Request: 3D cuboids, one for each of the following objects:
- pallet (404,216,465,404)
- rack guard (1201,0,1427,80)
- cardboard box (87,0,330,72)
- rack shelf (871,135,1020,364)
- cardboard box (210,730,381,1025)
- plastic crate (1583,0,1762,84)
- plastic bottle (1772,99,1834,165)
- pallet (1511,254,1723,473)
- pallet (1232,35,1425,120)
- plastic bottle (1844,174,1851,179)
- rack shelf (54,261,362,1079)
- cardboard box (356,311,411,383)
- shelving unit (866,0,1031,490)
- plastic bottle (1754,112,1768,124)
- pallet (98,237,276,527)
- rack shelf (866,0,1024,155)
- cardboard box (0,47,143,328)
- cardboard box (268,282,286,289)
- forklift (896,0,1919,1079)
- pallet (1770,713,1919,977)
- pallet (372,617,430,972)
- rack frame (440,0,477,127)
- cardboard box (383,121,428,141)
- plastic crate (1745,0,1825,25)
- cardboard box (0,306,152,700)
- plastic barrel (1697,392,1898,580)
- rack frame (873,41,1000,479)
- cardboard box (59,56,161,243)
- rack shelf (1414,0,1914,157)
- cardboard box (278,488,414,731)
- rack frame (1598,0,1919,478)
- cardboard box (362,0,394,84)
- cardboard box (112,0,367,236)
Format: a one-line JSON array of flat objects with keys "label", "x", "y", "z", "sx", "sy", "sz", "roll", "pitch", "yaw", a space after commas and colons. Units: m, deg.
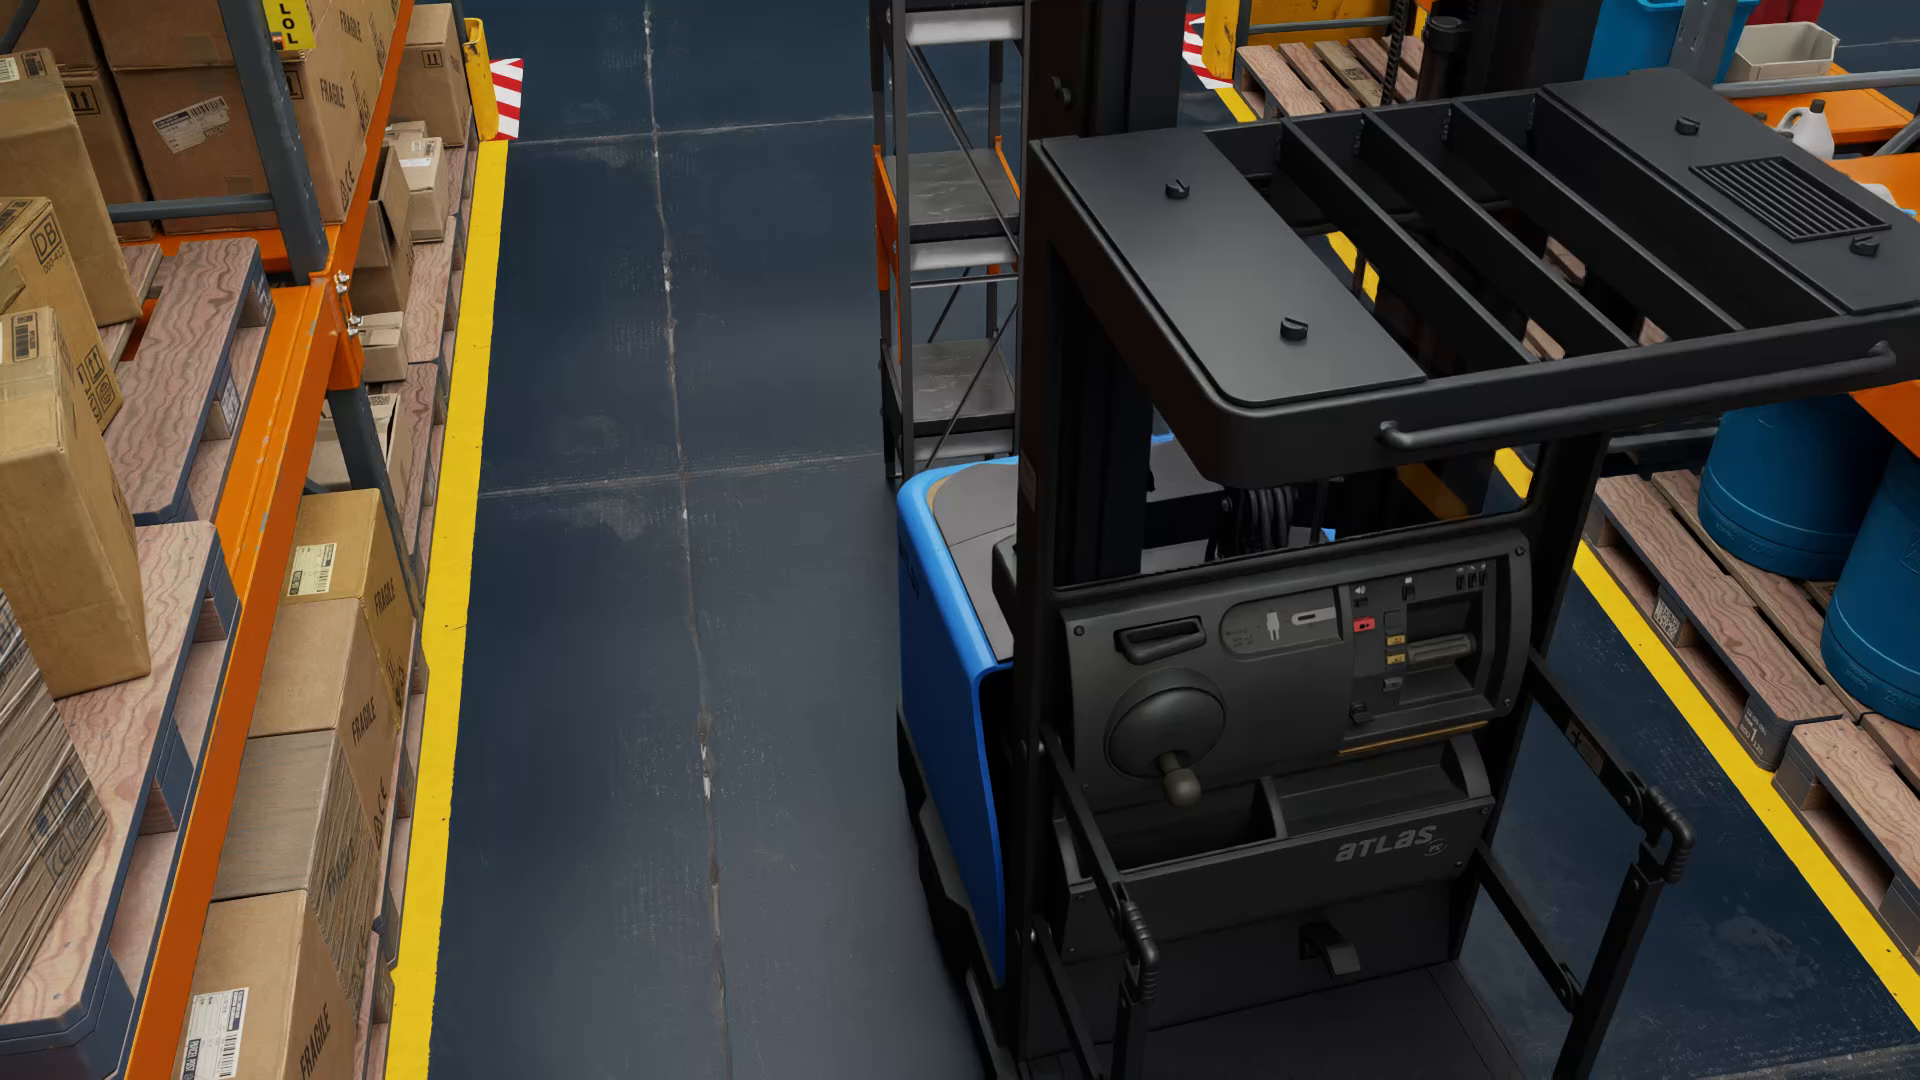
[{"label": "pallet", "x": -2.574, "y": -0.911, "z": 6.751, "sx": 1.003, "sy": 0.211, "sz": 1.213, "roll": -6, "pitch": 38, "yaw": -8}, {"label": "rack guard", "x": 1.922, "y": -2.831, "z": 8.987, "sx": 1.175, "sy": 0.500, "sz": 0.348, "roll": -6, "pitch": 38, "yaw": -8}, {"label": "cardboard box", "x": -2.043, "y": -1.608, "z": 4.478, "sx": 0.500, "sy": 0.500, "sz": 0.500, "roll": -5, "pitch": 38, "yaw": -7}, {"label": "rack shelf", "x": -0.029, "y": -0.918, "z": 5.243, "sx": 0.431, "sy": 0.518, "sz": 0.480, "roll": -6, "pitch": 38, "yaw": -8}, {"label": "cardboard box", "x": -1.703, "y": 0.824, "z": 3.923, "sx": 0.500, "sy": 0.500, "sz": 0.500, "roll": -6, "pitch": 38, "yaw": -7}, {"label": "plastic crate", "x": 2.223, "y": -1.652, "z": 5.396, "sx": 0.392, "sy": 0.384, "sz": 0.575, "roll": -6, "pitch": 38, "yaw": -8}, {"label": "plastic bottle", "x": 2.390, "y": -1.098, "z": 4.759, "sx": 0.144, "sy": 0.351, "sz": 0.185, "roll": -6, "pitch": 38, "yaw": -8}, {"label": "pallet", "x": 2.473, "y": -0.728, "z": 6.515, "sx": 1.003, "sy": 0.211, "sz": 1.213, "roll": -6, "pitch": 38, "yaw": -8}, {"label": "pallet", "x": 2.045, "y": -2.202, "z": 8.412, "sx": 1.003, "sy": 0.211, "sz": 1.213, "roll": -6, "pitch": 38, "yaw": -8}, {"label": "plastic bottle", "x": 2.363, "y": -0.864, "z": 4.522, "sx": 0.097, "sy": 0.271, "sz": 0.097, "roll": 0, "pitch": 38, "yaw": 0}, {"label": "rack shelf", "x": -1.886, "y": 0.633, "z": 3.076, "sx": 1.077, "sy": 0.370, "sz": 4.000, "roll": -6, "pitch": 38, "yaw": -8}, {"label": "cardboard box", "x": -2.259, "y": -0.712, "z": 6.172, "sx": 0.380, "sy": 0.166, "sz": 0.250, "roll": -6, "pitch": 38, "yaw": -8}, {"label": "shelving unit", "x": -0.029, "y": -0.929, "z": 5.235, "sx": 0.431, "sy": 2.100, "sz": 0.503, "roll": -6, "pitch": 38, "yaw": -8}, {"label": "plastic bottle", "x": 2.284, "y": -1.076, "z": 4.785, "sx": 0.061, "sy": 0.283, "sz": 0.133, "roll": -6, "pitch": 38, "yaw": -8}, {"label": "pallet", "x": -2.204, "y": -0.289, "z": 3.833, "sx": 1.003, "sy": 0.211, "sz": 1.213, "roll": -6, "pitch": 38, "yaw": -8}, {"label": "rack shelf", "x": -0.029, "y": -1.471, "z": 4.813, "sx": 0.431, "sy": 0.518, "sz": 0.480, "roll": -6, "pitch": 38, "yaw": -8}, {"label": "cardboard box", "x": -2.374, "y": -0.754, "z": 3.852, "sx": 0.700, "sy": 0.500, "sz": 0.500, "roll": -19, "pitch": 42, "yaw": -23}, {"label": "cardboard box", "x": -2.748, "y": -0.737, "z": 6.087, "sx": 0.500, "sy": 0.311, "sz": 0.500, "roll": -6, "pitch": 38, "yaw": -8}, {"label": "forklift", "x": 0.702, "y": 0.315, "z": 2.956, "sx": 1.130, "sy": 2.935, "sz": 3.031, "roll": -9, "pitch": 39, "yaw": -12}, {"label": "pallet", "x": 2.952, "y": 0.921, "z": 4.393, "sx": 1.003, "sy": 0.211, "sz": 1.213, "roll": -6, "pitch": 38, "yaw": -8}, {"label": "pallet", "x": -2.057, "y": 0.730, "z": 4.639, "sx": 1.003, "sy": 0.211, "sz": 1.213, "roll": -6, "pitch": 38, "yaw": -8}, {"label": "rack frame", "x": -2.938, "y": -3.275, "z": 7.520, "sx": 1.000, "sy": 3.000, "sz": 0.127, "roll": -6, "pitch": 38, "yaw": -8}, {"label": "cardboard box", "x": -2.618, "y": -1.773, "z": 7.539, "sx": 0.380, "sy": 0.166, "sz": 0.250, "roll": -6, "pitch": 38, "yaw": -8}, {"label": "plastic crate", "x": 2.731, "y": -2.005, "z": 5.784, "sx": 0.402, "sy": 0.464, "sz": 0.583, "roll": -6, "pitch": 38, "yaw": -8}, {"label": "cardboard box", "x": -1.867, "y": -0.004, "z": 2.886, "sx": 0.700, "sy": 0.500, "sz": 0.500, "roll": -16, "pitch": 41, "yaw": -19}, {"label": "plastic barrel", "x": 2.719, "y": -0.396, "z": 5.183, "sx": 0.600, "sy": 0.901, "sz": 0.708, "roll": -6, "pitch": 38, "yaw": -8}, {"label": "rack frame", "x": -0.072, "y": -1.077, "z": 5.424, "sx": 0.400, "sy": 2.100, "sz": 0.015, "roll": -6, "pitch": 38, "yaw": -8}, {"label": "cardboard box", "x": -2.577, "y": -1.173, "z": 4.733, "sx": 0.500, "sy": 0.500, "sz": 0.500, "roll": -6, "pitch": 38, "yaw": -7}, {"label": "rack shelf", "x": 2.290, "y": -2.313, "z": 6.869, "sx": 1.077, "sy": 0.370, "sz": 4.000, "roll": -6, "pitch": 38, "yaw": -8}, {"label": "cardboard box", "x": -1.868, "y": 0.222, "z": 4.698, "sx": 0.500, "sy": 0.500, "sz": 0.500, "roll": -6, "pitch": 38, "yaw": -8}, {"label": "rack frame", "x": 2.640, "y": -1.389, "z": 5.093, "sx": 1.000, "sy": 3.000, "sz": 0.127, "roll": -6, "pitch": 38, "yaw": -8}, {"label": "cardboard box", "x": -2.237, "y": -1.847, "z": 5.601, "sx": 0.500, "sy": 0.500, "sz": 0.500, "roll": -6, "pitch": 38, "yaw": -8}, {"label": "cardboard box", "x": -2.058, "y": -1.235, "z": 4.814, "sx": 0.500, "sy": 0.500, "sz": 0.500, "roll": -5, "pitch": 38, "yaw": -7}]
